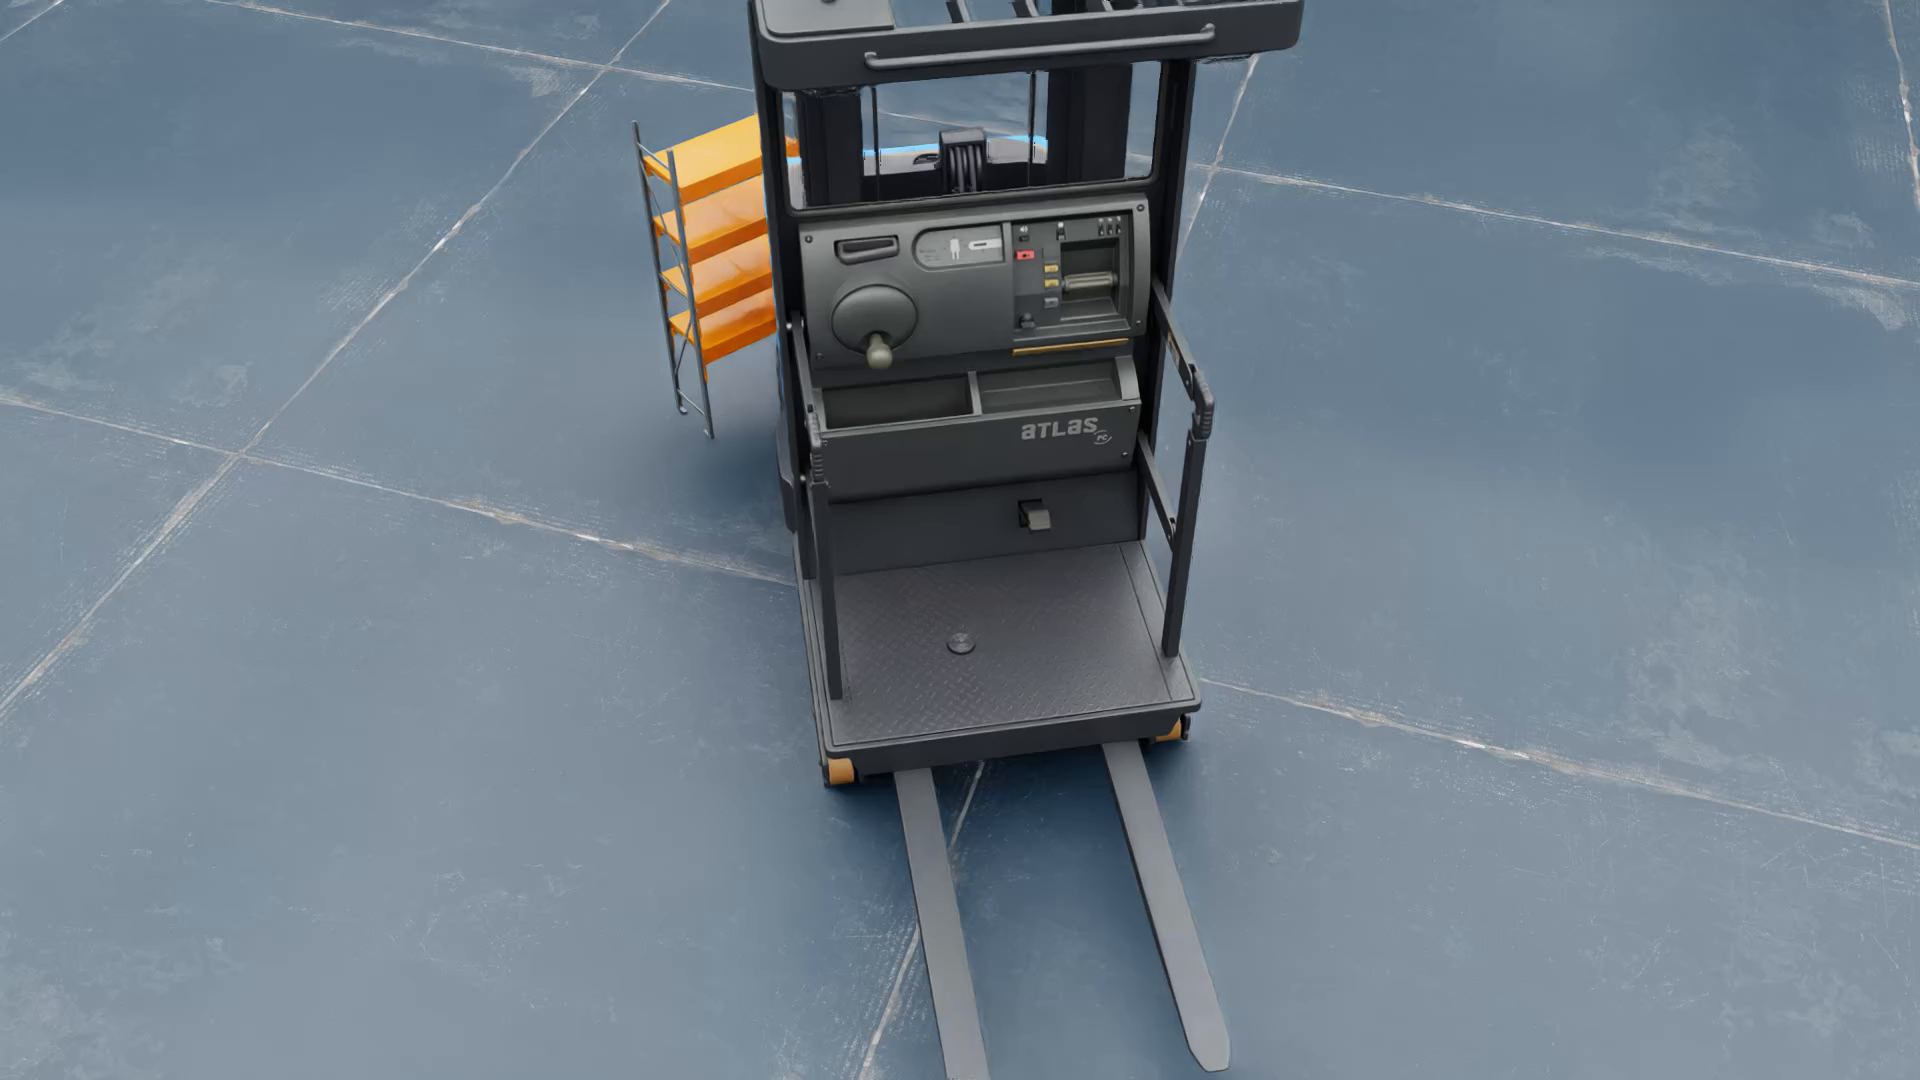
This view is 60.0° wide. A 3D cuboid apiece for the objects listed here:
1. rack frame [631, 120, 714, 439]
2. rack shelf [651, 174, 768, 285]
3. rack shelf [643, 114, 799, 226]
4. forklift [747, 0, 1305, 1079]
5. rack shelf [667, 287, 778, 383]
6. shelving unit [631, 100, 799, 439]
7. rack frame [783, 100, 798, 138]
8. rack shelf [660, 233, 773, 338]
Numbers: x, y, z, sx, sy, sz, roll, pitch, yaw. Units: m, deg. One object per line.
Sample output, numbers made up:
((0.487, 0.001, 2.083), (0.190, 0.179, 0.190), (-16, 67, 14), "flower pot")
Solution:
((-0.990, -0.872, 5.781), (0.015, 1.200, 0.240), (-29, 51, -27), "rack frame")
((-0.801, -1.091, 5.782), (0.480, 0.148, 0.258), (-29, 51, -27), "rack shelf")
((-0.803, -1.262, 5.618), (0.480, 0.148, 0.258), (-29, 51, -27), "rack shelf")
((0.085, -0.591, 4.258), (1.130, 2.935, 3.031), (-7, 45, -7), "forklift")
((-0.798, -0.787, 6.074), (0.480, 0.148, 0.258), (-29, 51, -27), "rack shelf")
((-0.800, -0.979, 5.890), (0.503, 1.200, 0.258), (-29, 51, -27), "shelving unit")
((-0.610, -1.085, 5.999), (0.015, 1.200, 0.240), (-29, 51, -27), "rack frame")
((-0.799, -0.930, 5.937), (0.480, 0.148, 0.258), (-29, 51, -27), "rack shelf")
